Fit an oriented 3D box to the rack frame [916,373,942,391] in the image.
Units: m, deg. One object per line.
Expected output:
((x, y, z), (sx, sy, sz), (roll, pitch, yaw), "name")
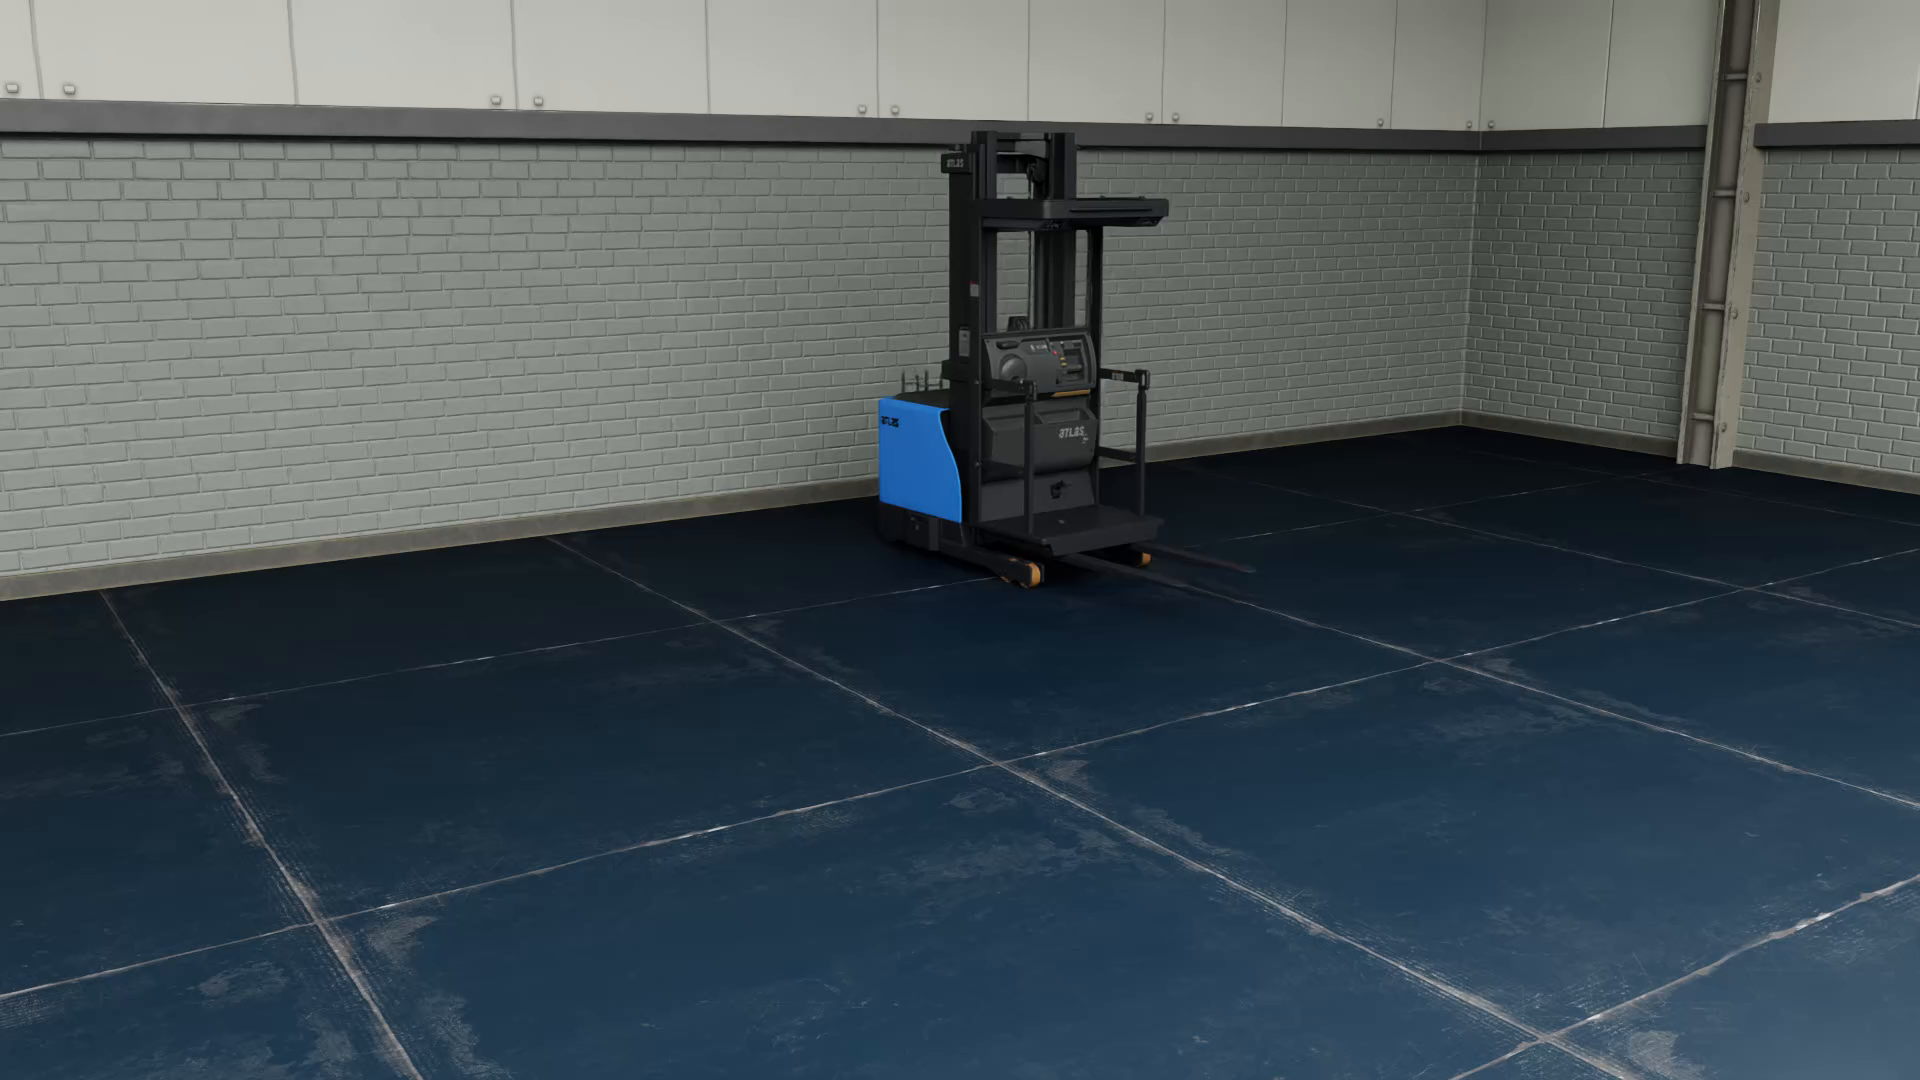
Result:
((-0.230, -0.650, 12.525), (0.240, 1.200, 0.006), (-9, 15, -36), "rack frame")

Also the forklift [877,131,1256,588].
((0.681, -1.235, 11.147), (1.130, 2.935, 3.031), (-9, 15, -36), "forklift")

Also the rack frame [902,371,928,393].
((-0.340, -0.681, 12.667), (0.240, 1.200, 0.006), (-9, 15, -36), "rack frame")

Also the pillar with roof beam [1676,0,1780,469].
((3.402, -4.595, 12.310), (9.100, 9.000, 0.400), (-8, 15, -33), "pillar with roof beam")

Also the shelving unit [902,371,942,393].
((-0.285, -0.665, 12.596), (0.258, 1.200, 0.189), (-9, 15, -36), "shelving unit")
